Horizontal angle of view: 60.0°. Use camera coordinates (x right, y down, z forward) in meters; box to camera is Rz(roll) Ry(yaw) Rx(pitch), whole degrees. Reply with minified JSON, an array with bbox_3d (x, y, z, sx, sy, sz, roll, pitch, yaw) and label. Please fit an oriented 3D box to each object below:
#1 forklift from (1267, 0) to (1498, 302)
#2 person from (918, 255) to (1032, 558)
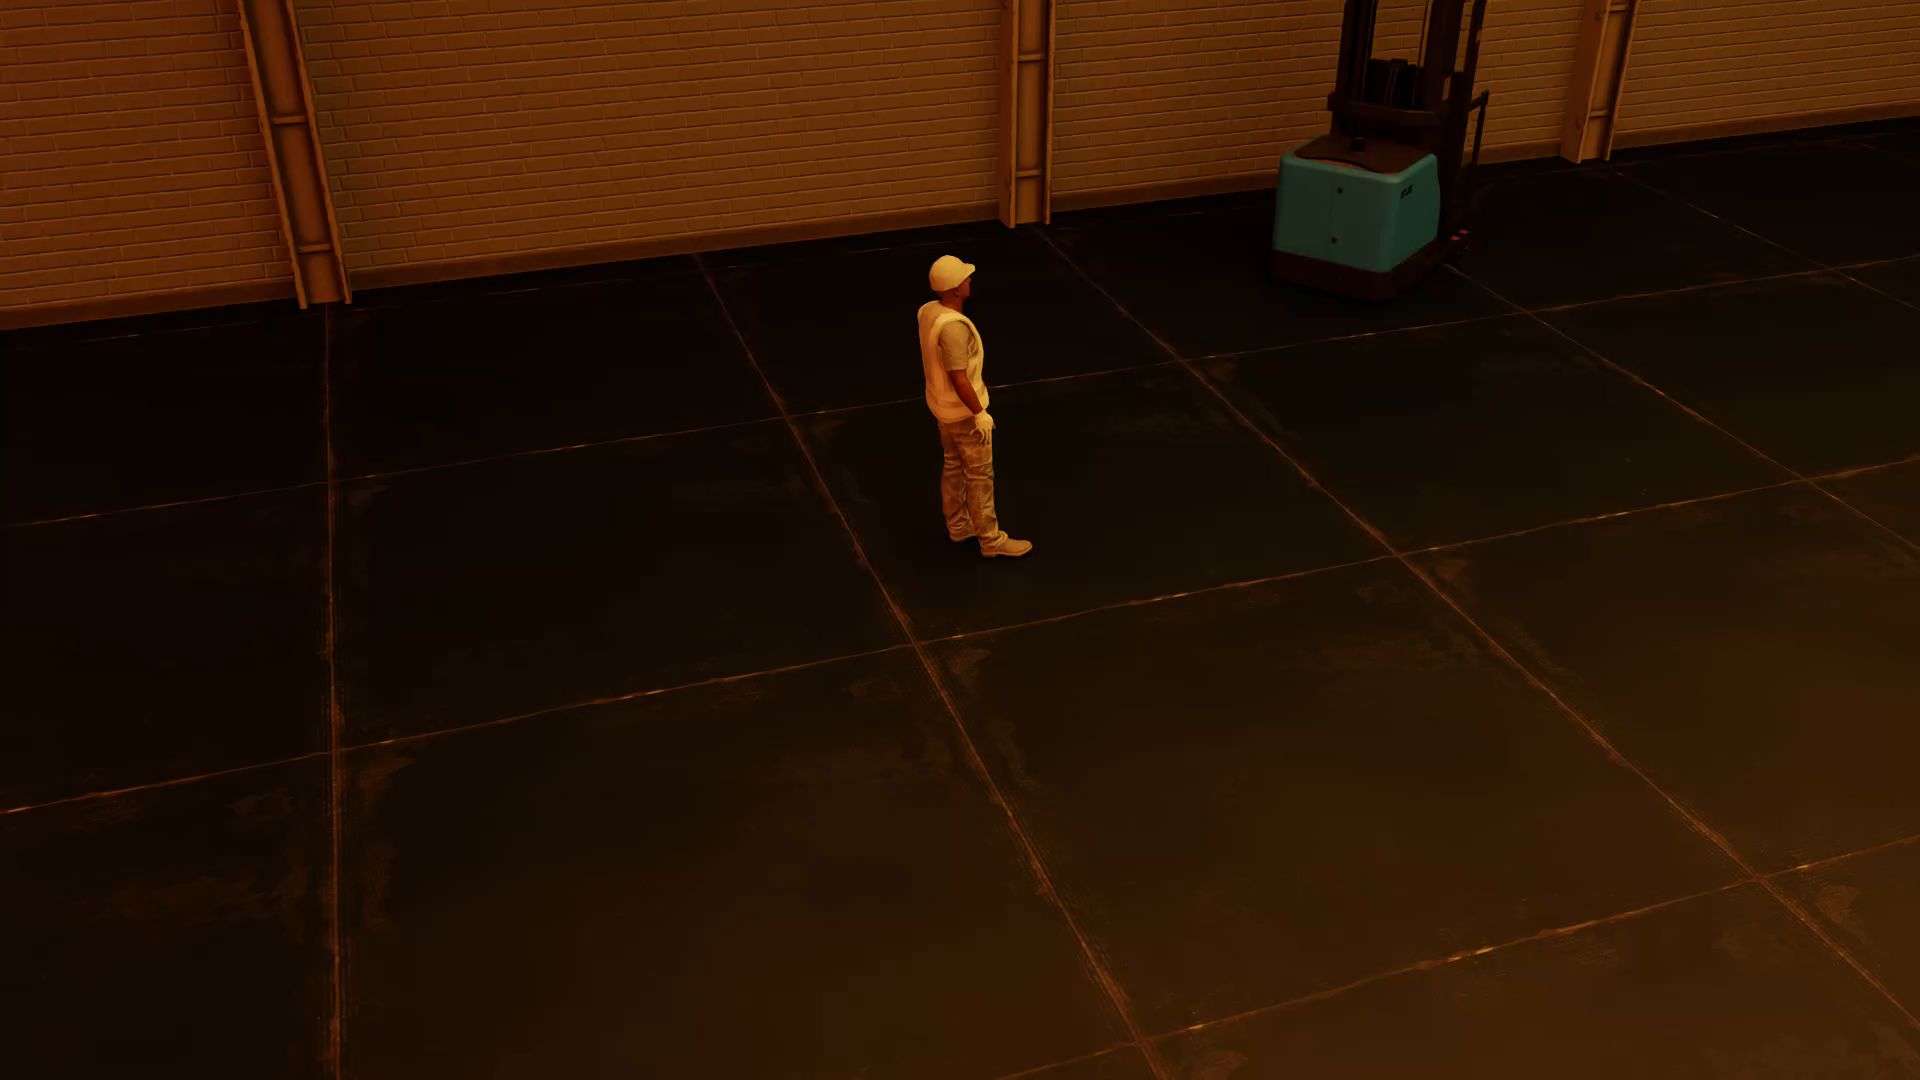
[{"bbox_3d":[3.789,-3.838,13.758,1.130,2.935,3.031,20,35,30],"label":"forklift"},{"bbox_3d":[0.071,-0.786,9.590,0.576,1.782,0.656,-10,31,-16],"label":"person"}]
